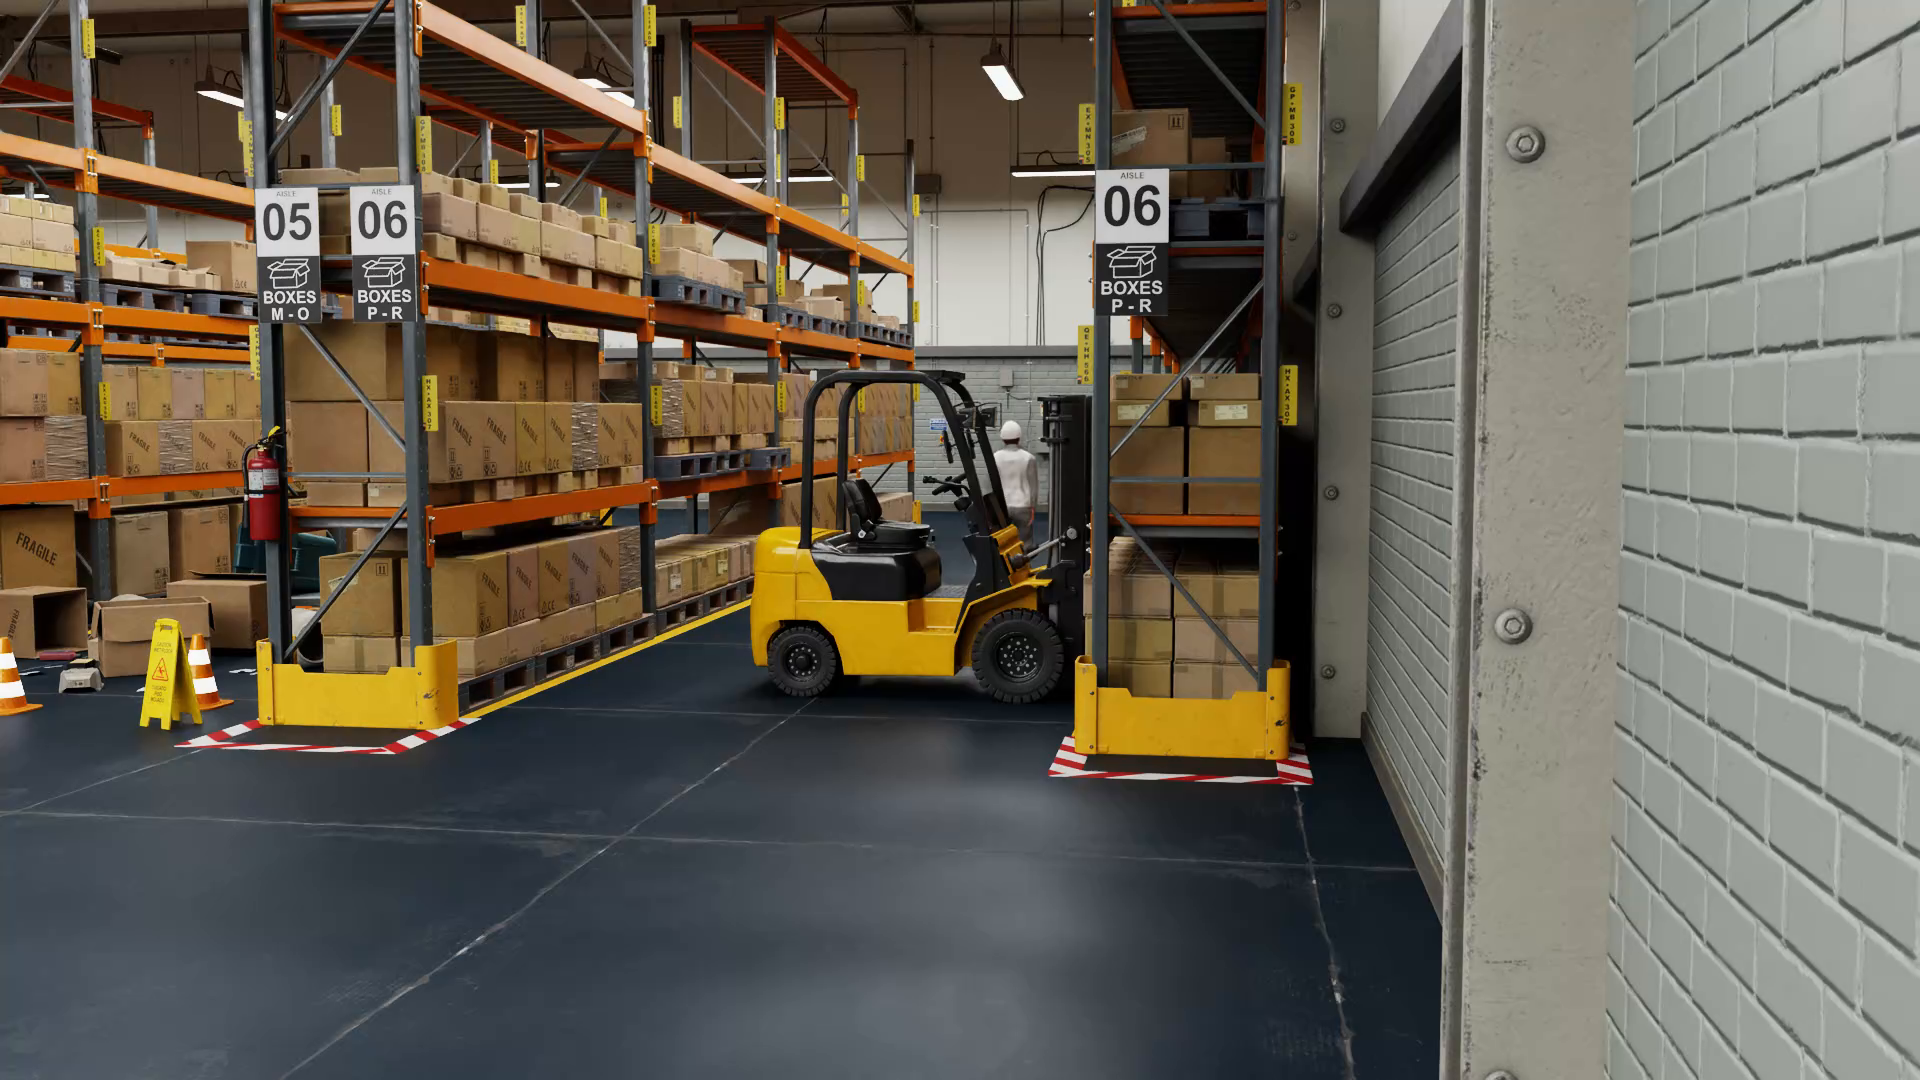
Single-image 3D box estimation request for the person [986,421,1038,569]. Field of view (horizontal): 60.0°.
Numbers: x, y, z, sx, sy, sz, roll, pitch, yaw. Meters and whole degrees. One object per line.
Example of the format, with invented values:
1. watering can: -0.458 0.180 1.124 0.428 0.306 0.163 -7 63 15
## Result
1. person: 0.527 -0.329 16.983 0.533 1.775 0.456 0 4 -1
